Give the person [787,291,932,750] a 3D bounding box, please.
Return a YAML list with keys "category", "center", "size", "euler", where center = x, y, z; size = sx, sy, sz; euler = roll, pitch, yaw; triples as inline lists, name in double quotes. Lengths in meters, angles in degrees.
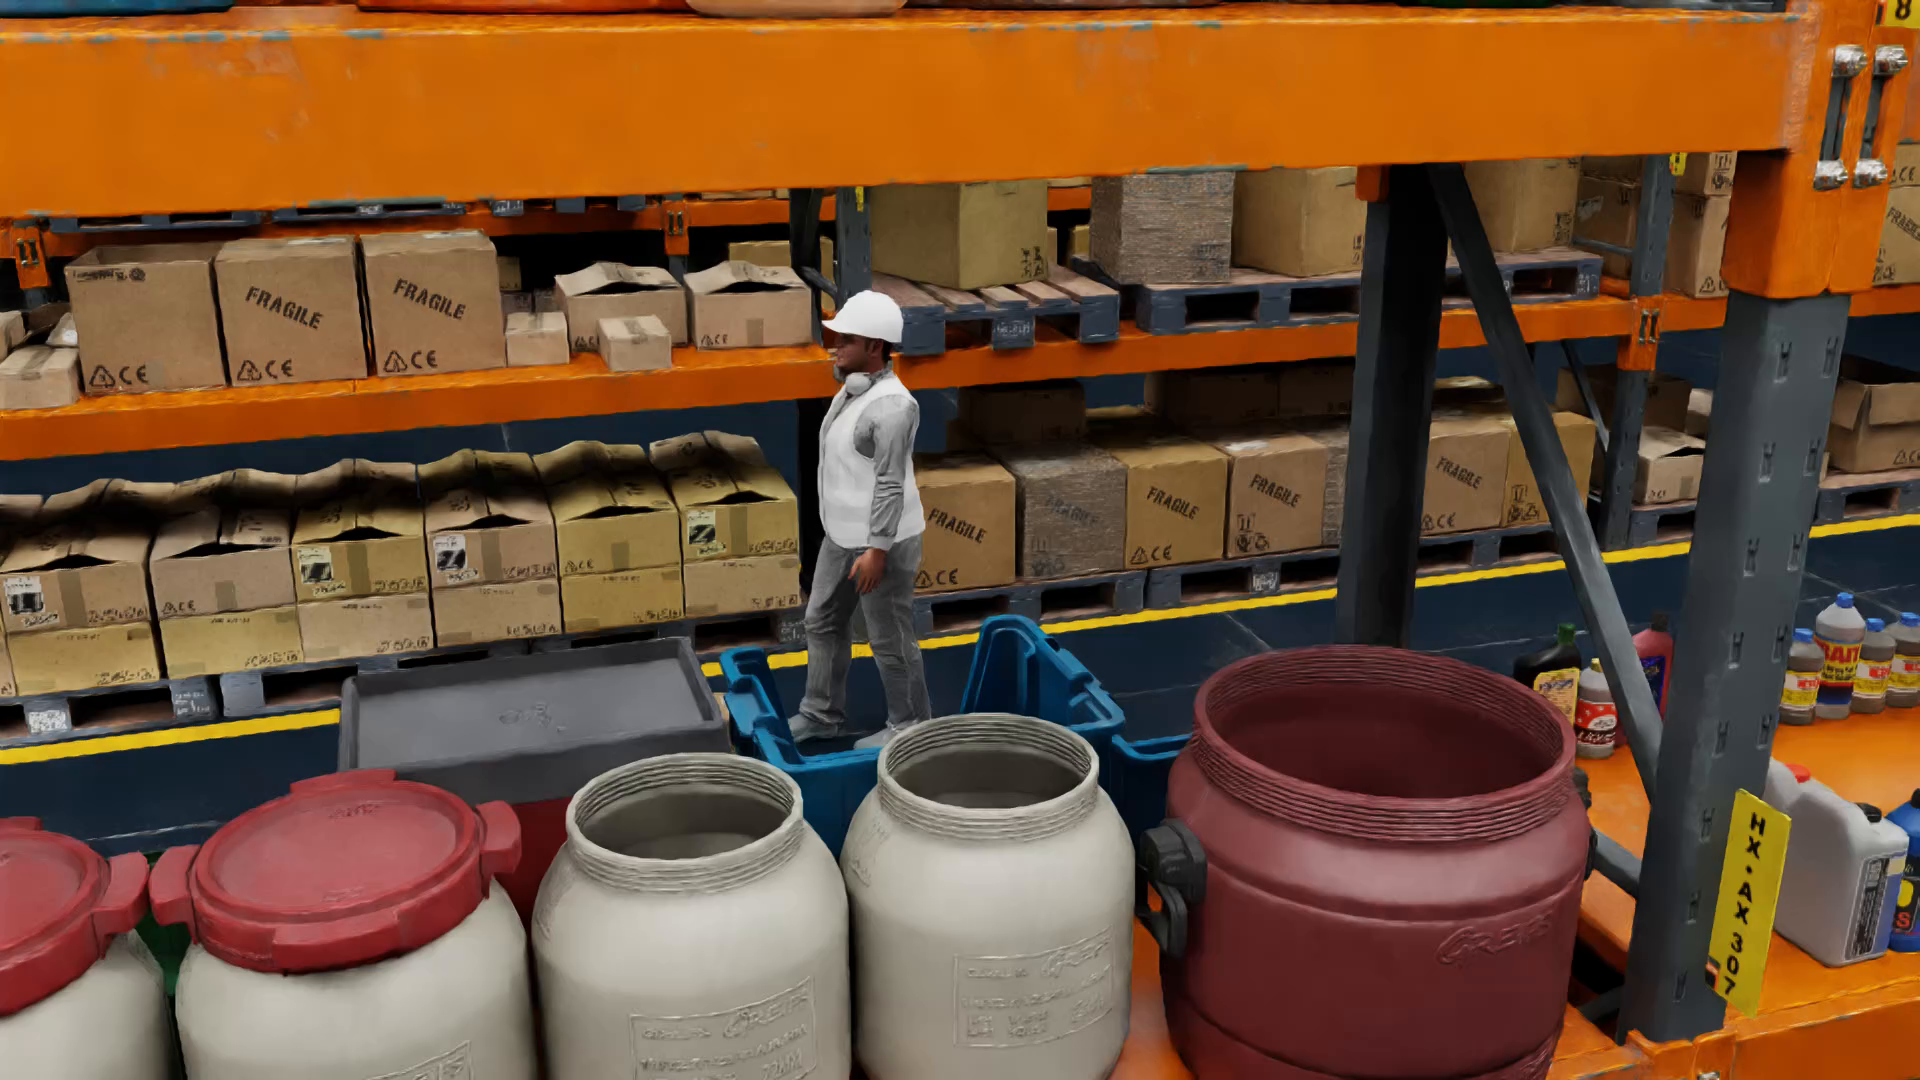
- category: "person"
  center: [-0.404, -0.023, 6.075]
  size: [0.608, 1.765, 0.540]
  euler: [-8, 20, -21]
